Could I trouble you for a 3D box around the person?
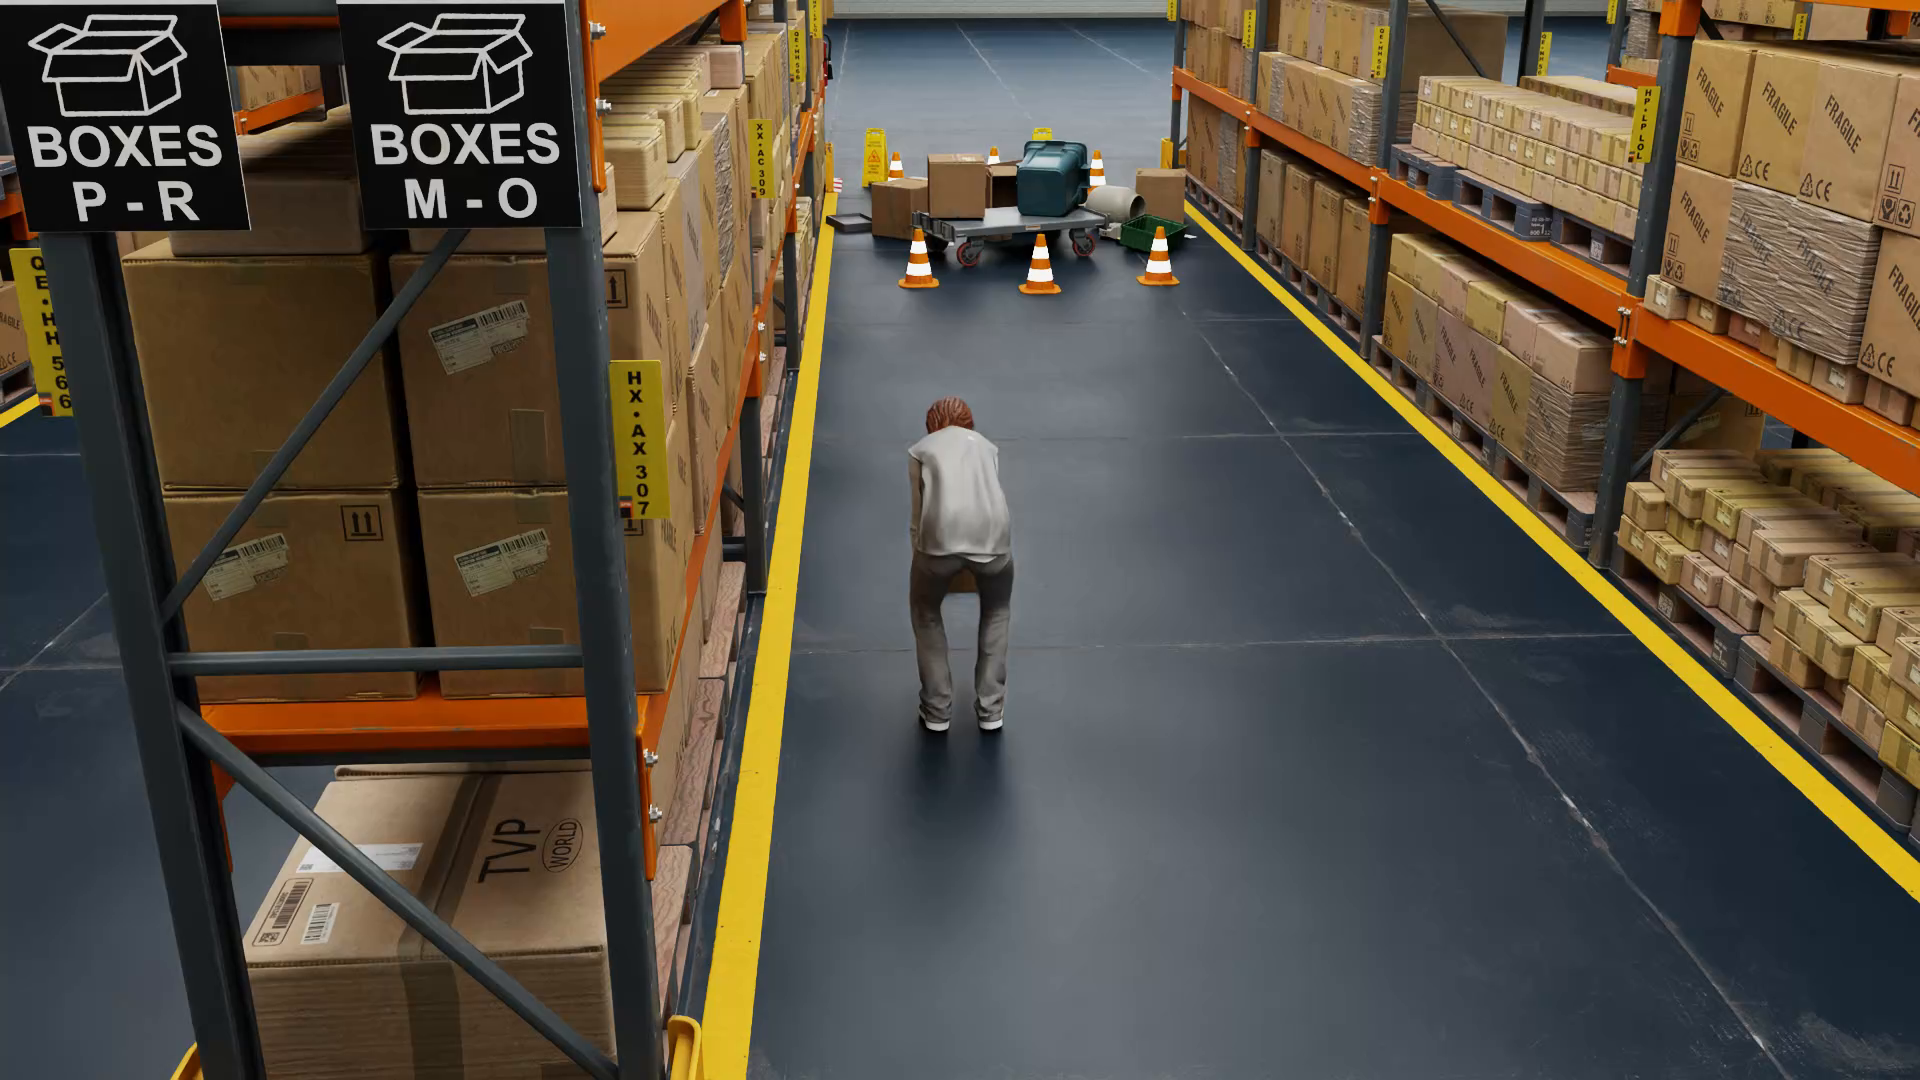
[{"bbox_3d":[-0.007,0.097,6.452,0.394,1.164,0.829,-2,21,-5],"label":"person"}]
